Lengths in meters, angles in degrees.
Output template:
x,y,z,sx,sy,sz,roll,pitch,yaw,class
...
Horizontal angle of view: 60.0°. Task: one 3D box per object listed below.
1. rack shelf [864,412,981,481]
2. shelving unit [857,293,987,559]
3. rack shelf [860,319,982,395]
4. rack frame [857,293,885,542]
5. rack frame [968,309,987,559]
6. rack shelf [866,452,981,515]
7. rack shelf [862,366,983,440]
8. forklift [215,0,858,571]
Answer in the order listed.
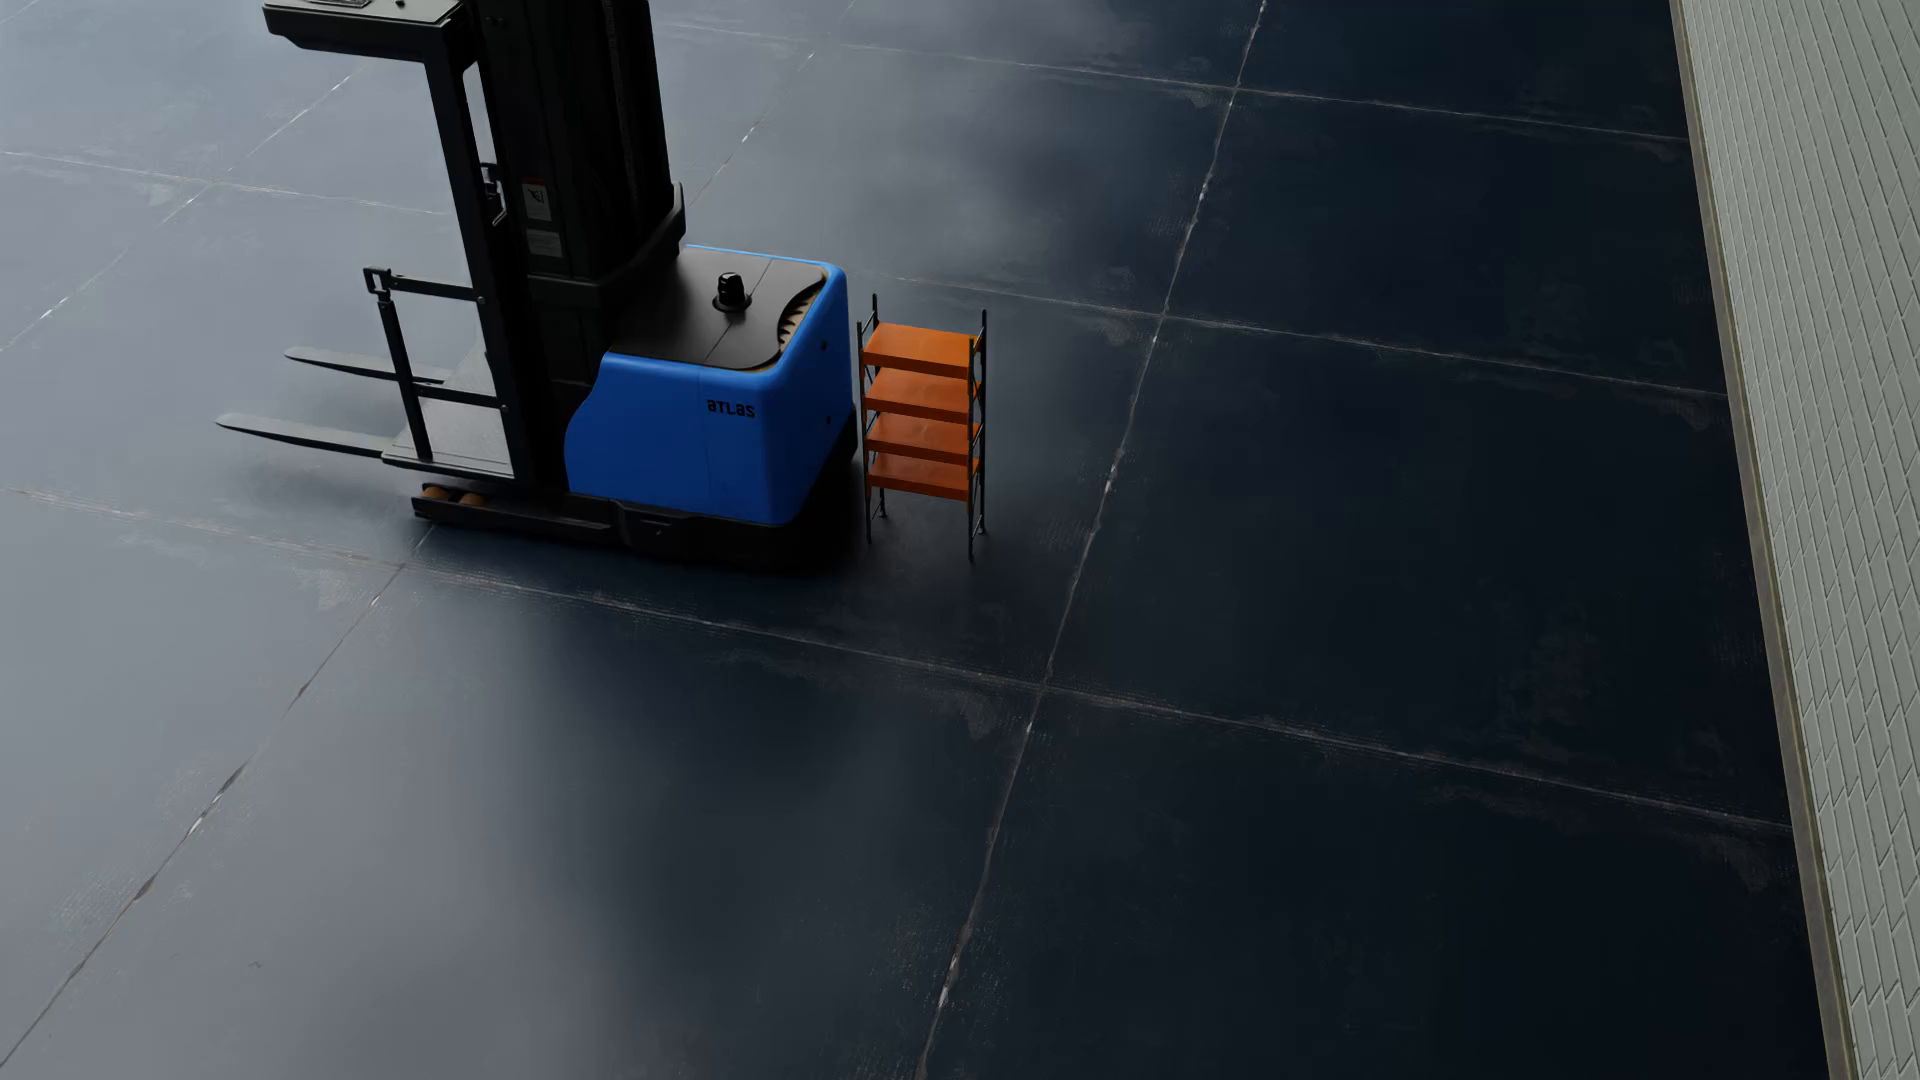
x,y,z,sx,sy,sz,roll,pitch,yaw,class
-0.160,-0.435,7.440,0.480,0.148,0.258,10,41,11,rack shelf
-0.160,-0.487,7.397,0.503,1.200,0.258,10,41,11,shelving unit
-0.160,-0.788,7.144,0.480,0.148,0.258,10,41,11,rack shelf
-0.396,-0.528,7.445,0.015,1.200,0.240,10,41,11,rack frame
0.076,-0.446,7.349,0.015,1.200,0.240,10,41,11,rack frame
-0.160,-0.283,7.568,0.480,0.148,0.258,10,41,11,rack shelf
-0.160,-0.607,7.296,0.480,0.148,0.258,10,41,11,rack shelf
-2.077,-1.493,7.248,3.031,2.935,1.130,9,41,11,forklift
